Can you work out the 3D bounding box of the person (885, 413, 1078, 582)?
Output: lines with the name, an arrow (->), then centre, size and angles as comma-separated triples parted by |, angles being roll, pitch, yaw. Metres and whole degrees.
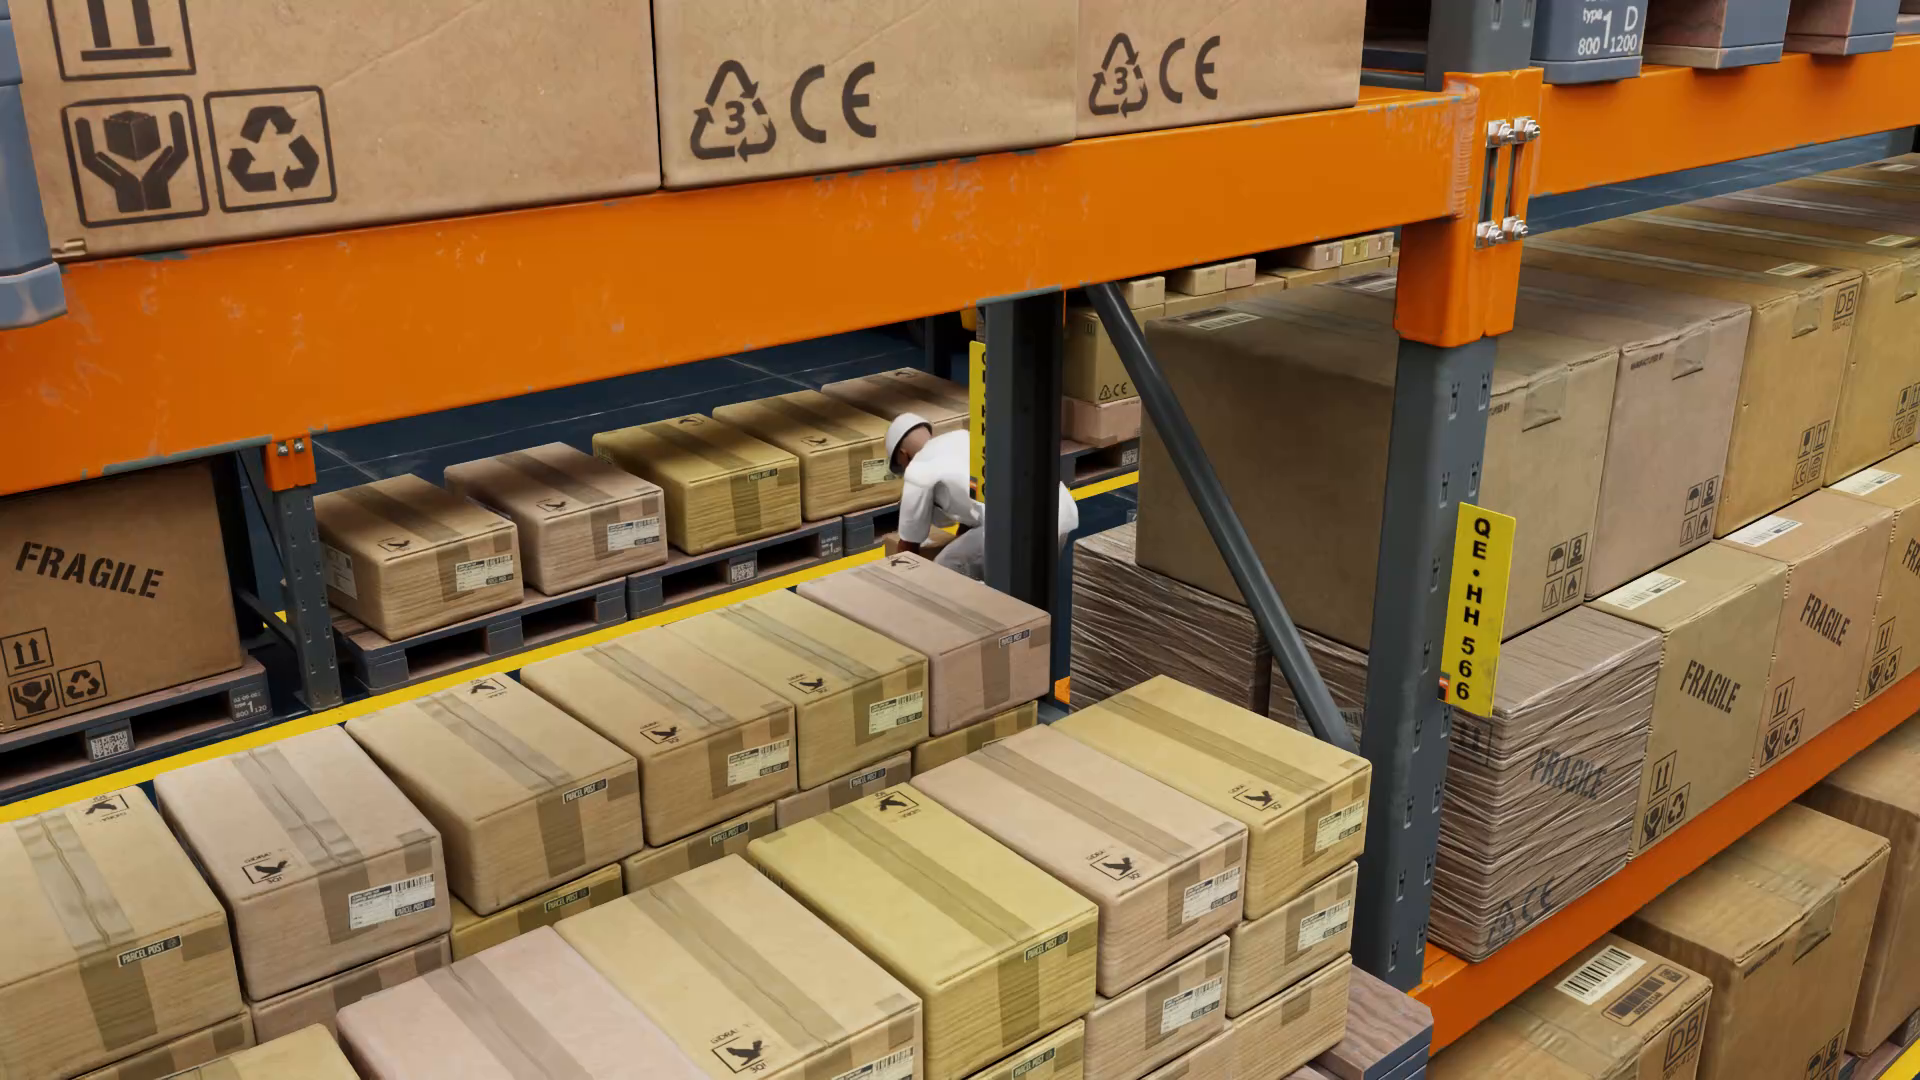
person -> 0.043, 0.037, 6.998 | 0.523, 1.022, 0.963 | -19, 28, -40
